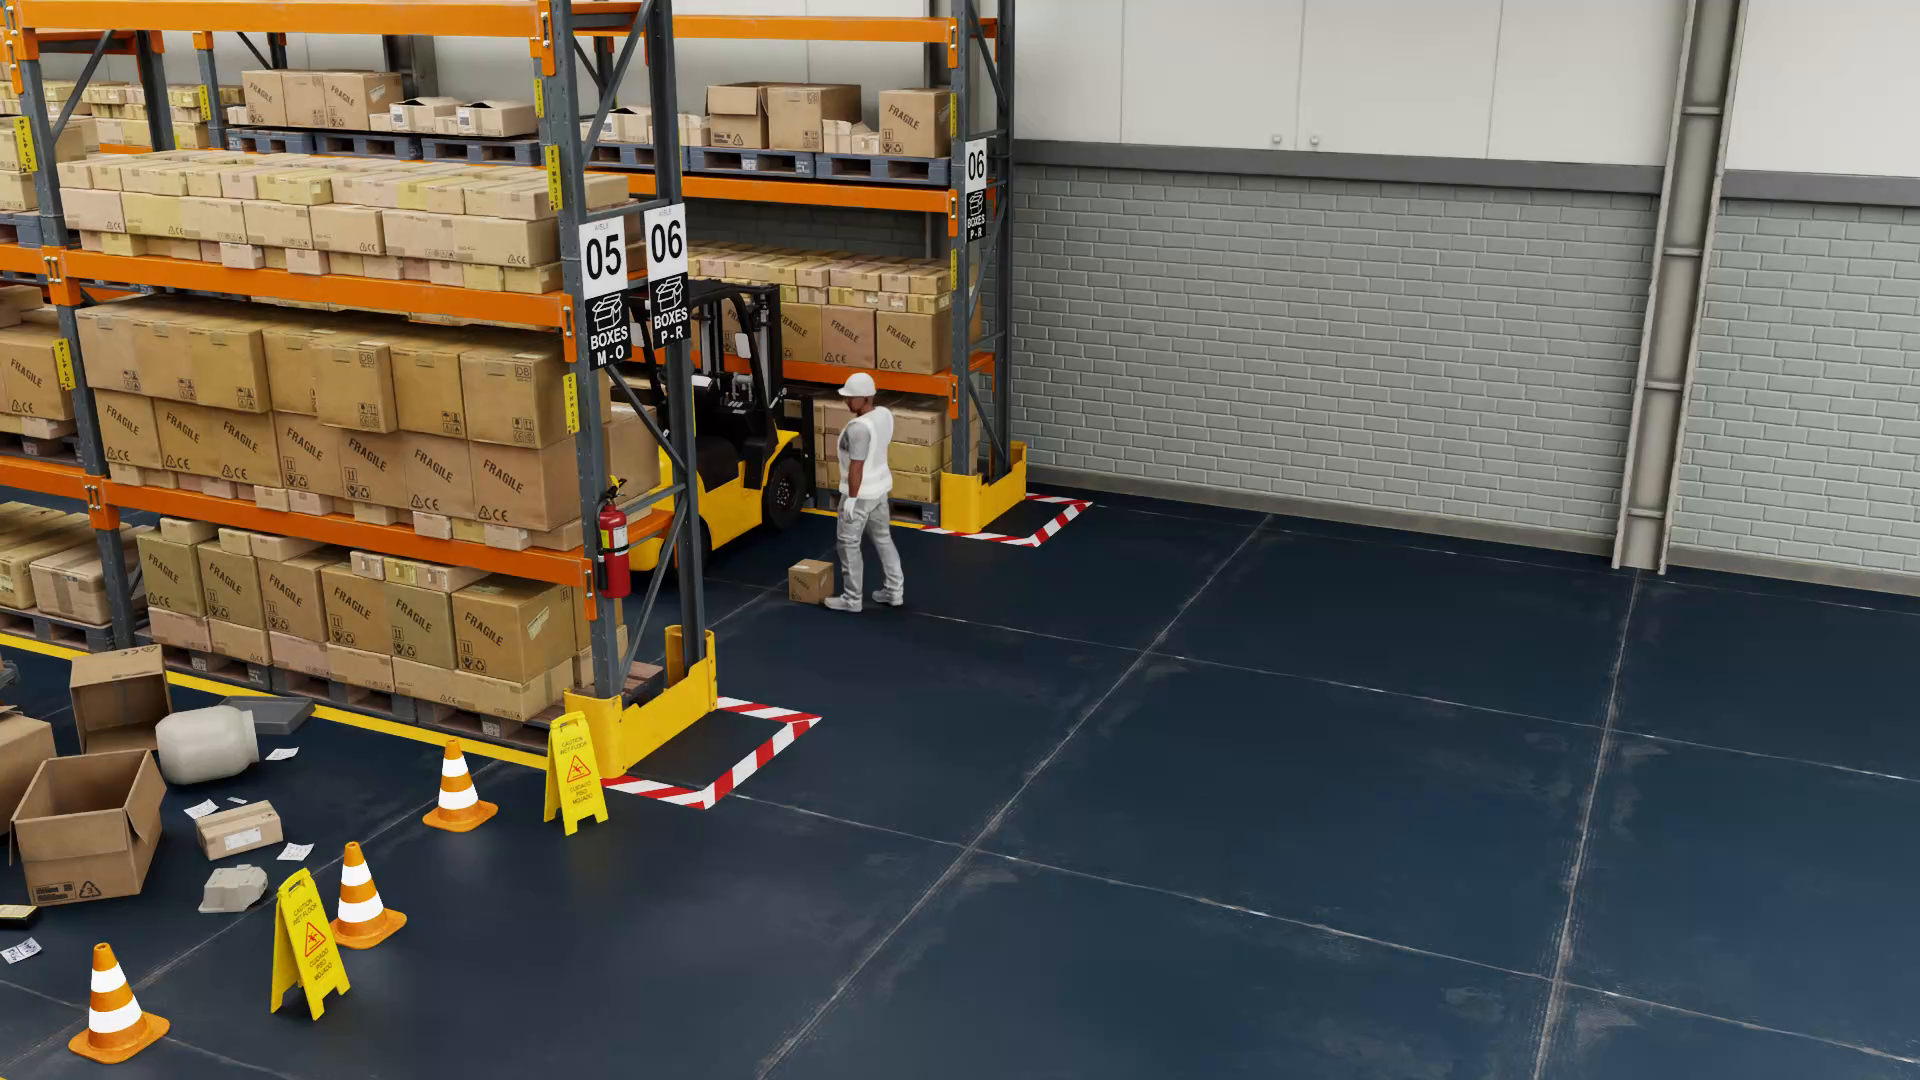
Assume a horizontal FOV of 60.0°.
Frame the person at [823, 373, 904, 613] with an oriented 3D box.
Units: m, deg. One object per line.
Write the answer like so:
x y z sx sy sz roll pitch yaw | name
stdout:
-0.720 -0.348 12.056 0.532 1.784 0.562 9 21 24 | person
